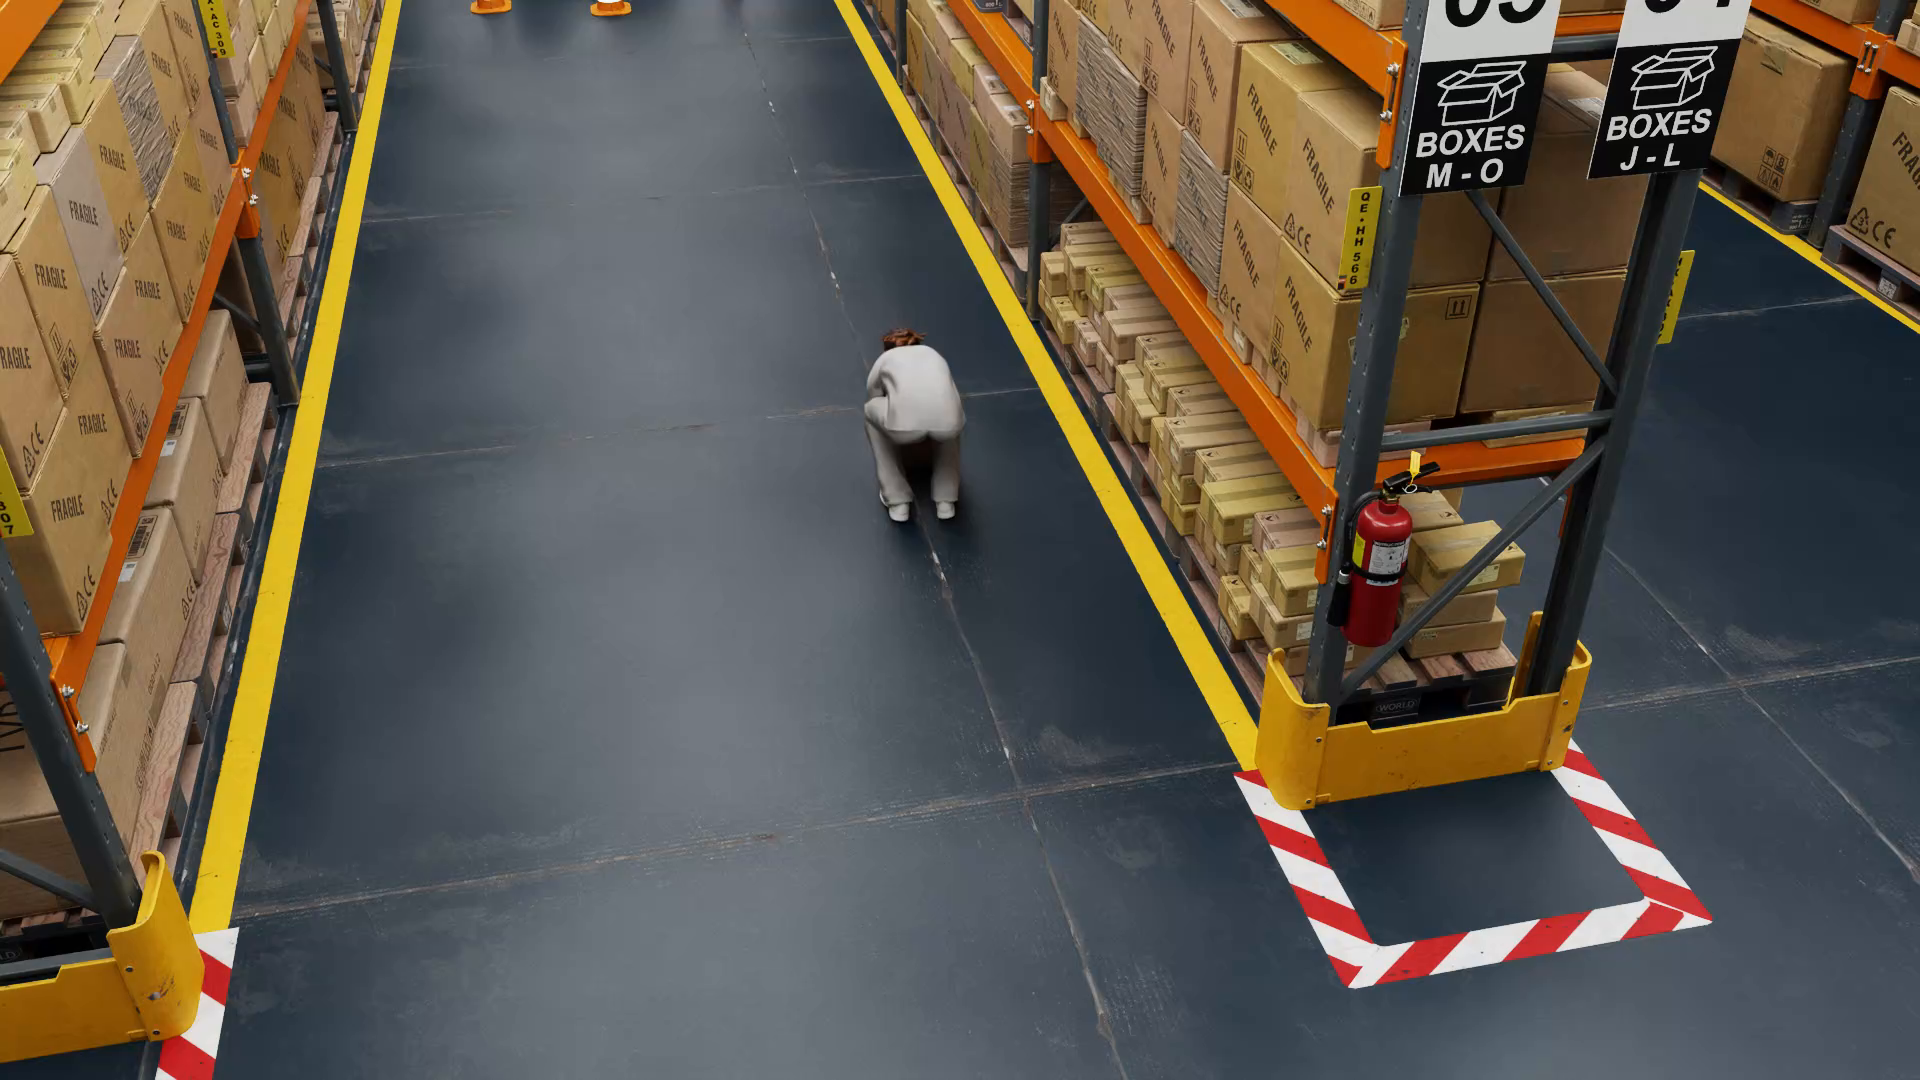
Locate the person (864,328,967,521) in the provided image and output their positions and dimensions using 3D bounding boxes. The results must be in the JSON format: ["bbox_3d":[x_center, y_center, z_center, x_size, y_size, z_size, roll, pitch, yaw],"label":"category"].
[{"bbox_3d":[-0.214,-0.553,7.782,0.466,0.768,0.866,-5,35,-7],"label":"person"}]
